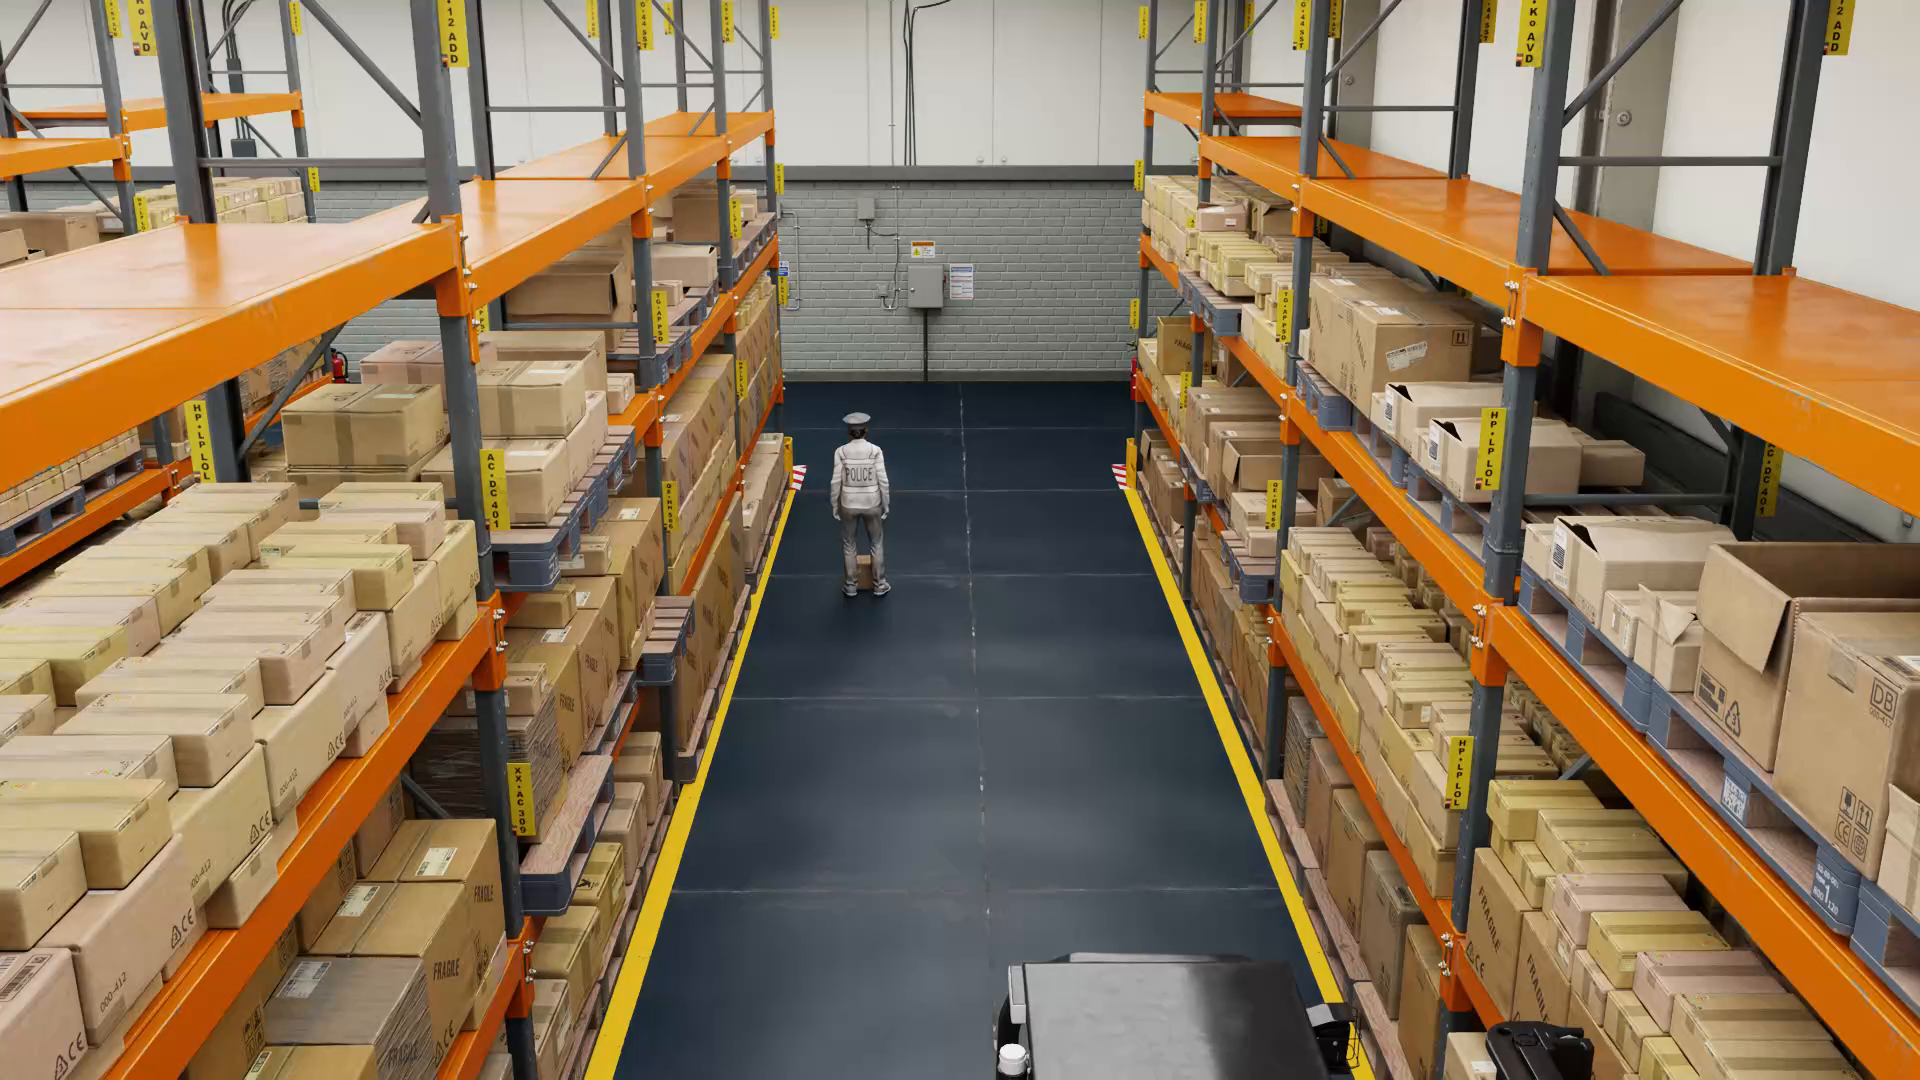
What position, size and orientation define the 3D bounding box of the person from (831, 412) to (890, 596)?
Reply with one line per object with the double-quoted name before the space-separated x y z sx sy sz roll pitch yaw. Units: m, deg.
"person" -0.899 -0.305 15.021 0.529 1.664 0.374 -1 17 -2
